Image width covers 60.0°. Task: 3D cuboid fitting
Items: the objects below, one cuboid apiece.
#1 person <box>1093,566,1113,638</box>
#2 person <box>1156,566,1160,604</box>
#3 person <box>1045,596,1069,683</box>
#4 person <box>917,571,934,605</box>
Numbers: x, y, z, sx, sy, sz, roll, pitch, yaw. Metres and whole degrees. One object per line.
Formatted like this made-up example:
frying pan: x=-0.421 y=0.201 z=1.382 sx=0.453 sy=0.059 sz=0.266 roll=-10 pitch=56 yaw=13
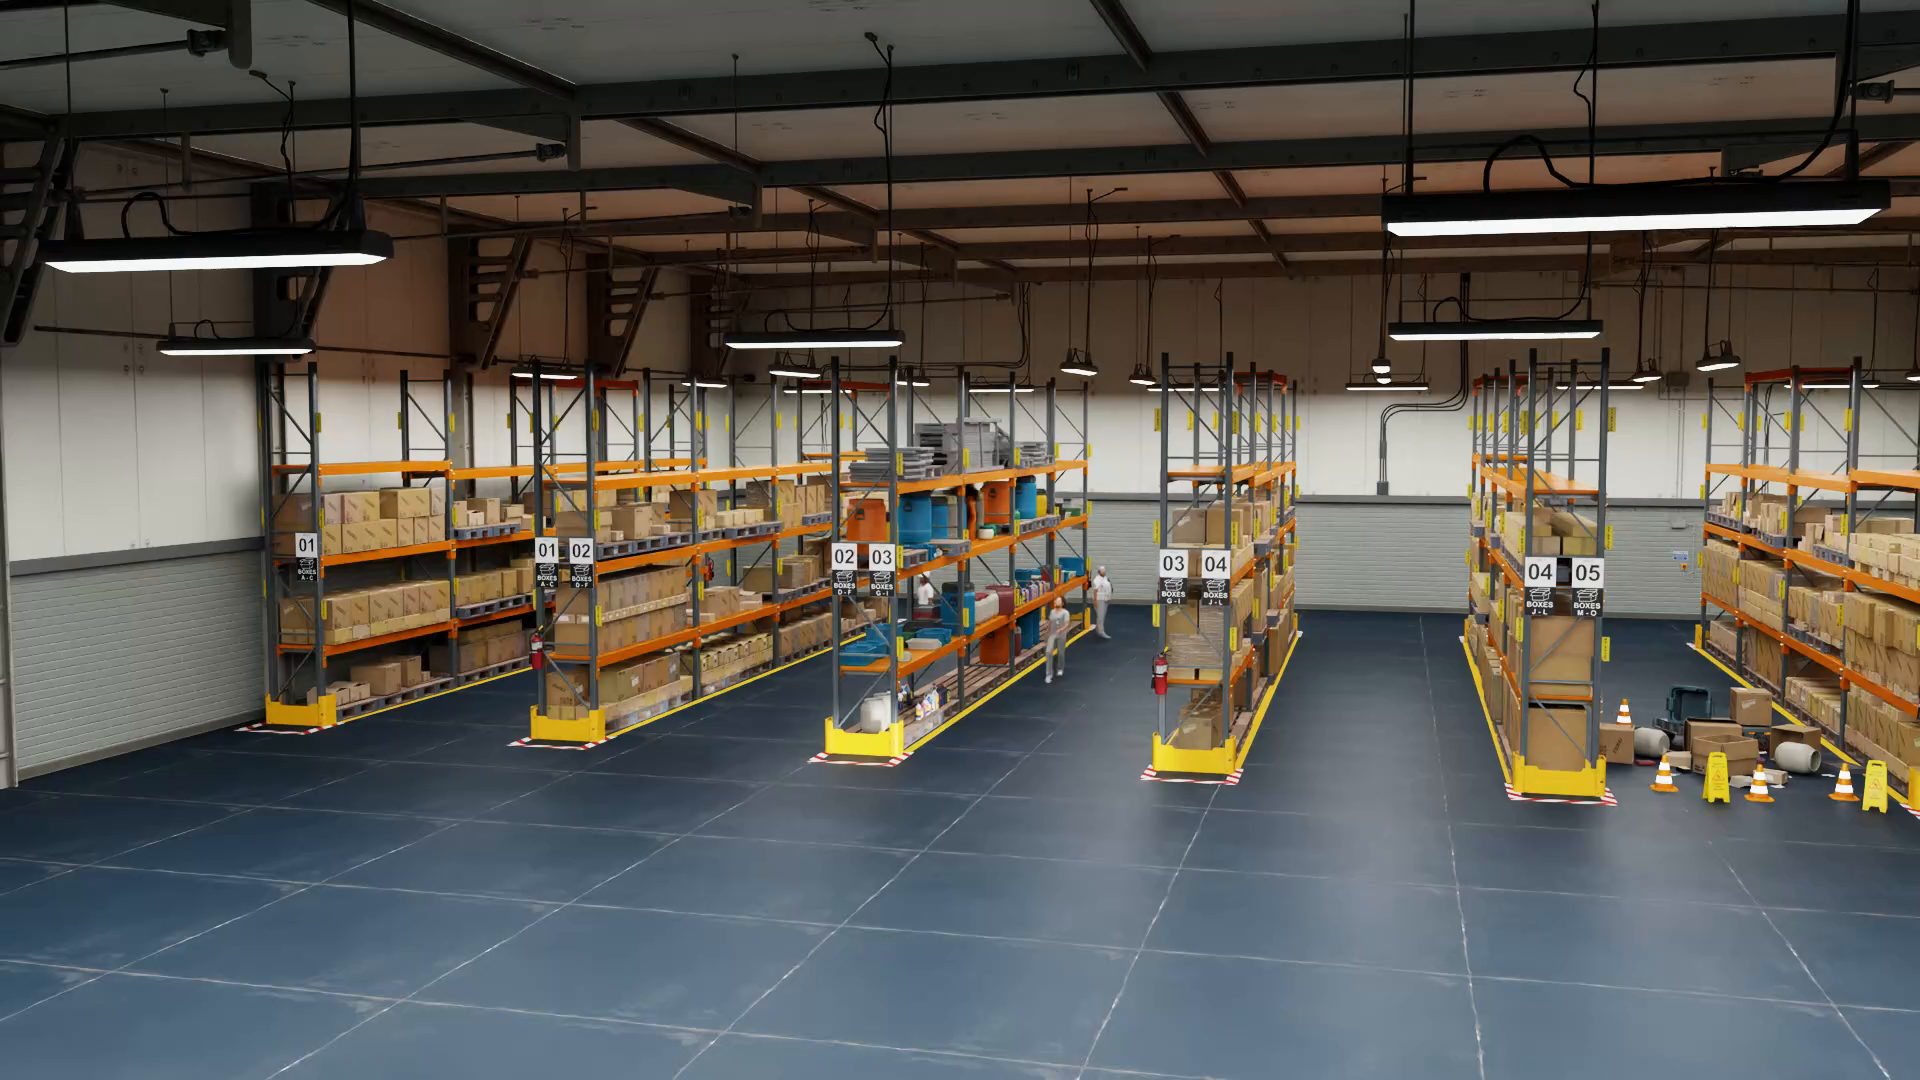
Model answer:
person: x=3.370 y=1.443 z=38.949 sx=0.544 sy=1.680 sz=0.520 roll=3 pitch=5 yaw=38
person: x=5.231 y=1.199 z=42.311 sx=0.579 sy=1.634 sz=0.475 roll=-1 pitch=4 yaw=-12
person: x=1.901 y=1.919 z=32.392 sx=0.483 sy=1.626 sz=0.972 roll=1 pitch=4 yaw=15
person: x=-0.836 y=1.558 z=36.584 sx=0.514 sy=1.783 sz=0.622 roll=-1 pitch=4 yaw=-13
